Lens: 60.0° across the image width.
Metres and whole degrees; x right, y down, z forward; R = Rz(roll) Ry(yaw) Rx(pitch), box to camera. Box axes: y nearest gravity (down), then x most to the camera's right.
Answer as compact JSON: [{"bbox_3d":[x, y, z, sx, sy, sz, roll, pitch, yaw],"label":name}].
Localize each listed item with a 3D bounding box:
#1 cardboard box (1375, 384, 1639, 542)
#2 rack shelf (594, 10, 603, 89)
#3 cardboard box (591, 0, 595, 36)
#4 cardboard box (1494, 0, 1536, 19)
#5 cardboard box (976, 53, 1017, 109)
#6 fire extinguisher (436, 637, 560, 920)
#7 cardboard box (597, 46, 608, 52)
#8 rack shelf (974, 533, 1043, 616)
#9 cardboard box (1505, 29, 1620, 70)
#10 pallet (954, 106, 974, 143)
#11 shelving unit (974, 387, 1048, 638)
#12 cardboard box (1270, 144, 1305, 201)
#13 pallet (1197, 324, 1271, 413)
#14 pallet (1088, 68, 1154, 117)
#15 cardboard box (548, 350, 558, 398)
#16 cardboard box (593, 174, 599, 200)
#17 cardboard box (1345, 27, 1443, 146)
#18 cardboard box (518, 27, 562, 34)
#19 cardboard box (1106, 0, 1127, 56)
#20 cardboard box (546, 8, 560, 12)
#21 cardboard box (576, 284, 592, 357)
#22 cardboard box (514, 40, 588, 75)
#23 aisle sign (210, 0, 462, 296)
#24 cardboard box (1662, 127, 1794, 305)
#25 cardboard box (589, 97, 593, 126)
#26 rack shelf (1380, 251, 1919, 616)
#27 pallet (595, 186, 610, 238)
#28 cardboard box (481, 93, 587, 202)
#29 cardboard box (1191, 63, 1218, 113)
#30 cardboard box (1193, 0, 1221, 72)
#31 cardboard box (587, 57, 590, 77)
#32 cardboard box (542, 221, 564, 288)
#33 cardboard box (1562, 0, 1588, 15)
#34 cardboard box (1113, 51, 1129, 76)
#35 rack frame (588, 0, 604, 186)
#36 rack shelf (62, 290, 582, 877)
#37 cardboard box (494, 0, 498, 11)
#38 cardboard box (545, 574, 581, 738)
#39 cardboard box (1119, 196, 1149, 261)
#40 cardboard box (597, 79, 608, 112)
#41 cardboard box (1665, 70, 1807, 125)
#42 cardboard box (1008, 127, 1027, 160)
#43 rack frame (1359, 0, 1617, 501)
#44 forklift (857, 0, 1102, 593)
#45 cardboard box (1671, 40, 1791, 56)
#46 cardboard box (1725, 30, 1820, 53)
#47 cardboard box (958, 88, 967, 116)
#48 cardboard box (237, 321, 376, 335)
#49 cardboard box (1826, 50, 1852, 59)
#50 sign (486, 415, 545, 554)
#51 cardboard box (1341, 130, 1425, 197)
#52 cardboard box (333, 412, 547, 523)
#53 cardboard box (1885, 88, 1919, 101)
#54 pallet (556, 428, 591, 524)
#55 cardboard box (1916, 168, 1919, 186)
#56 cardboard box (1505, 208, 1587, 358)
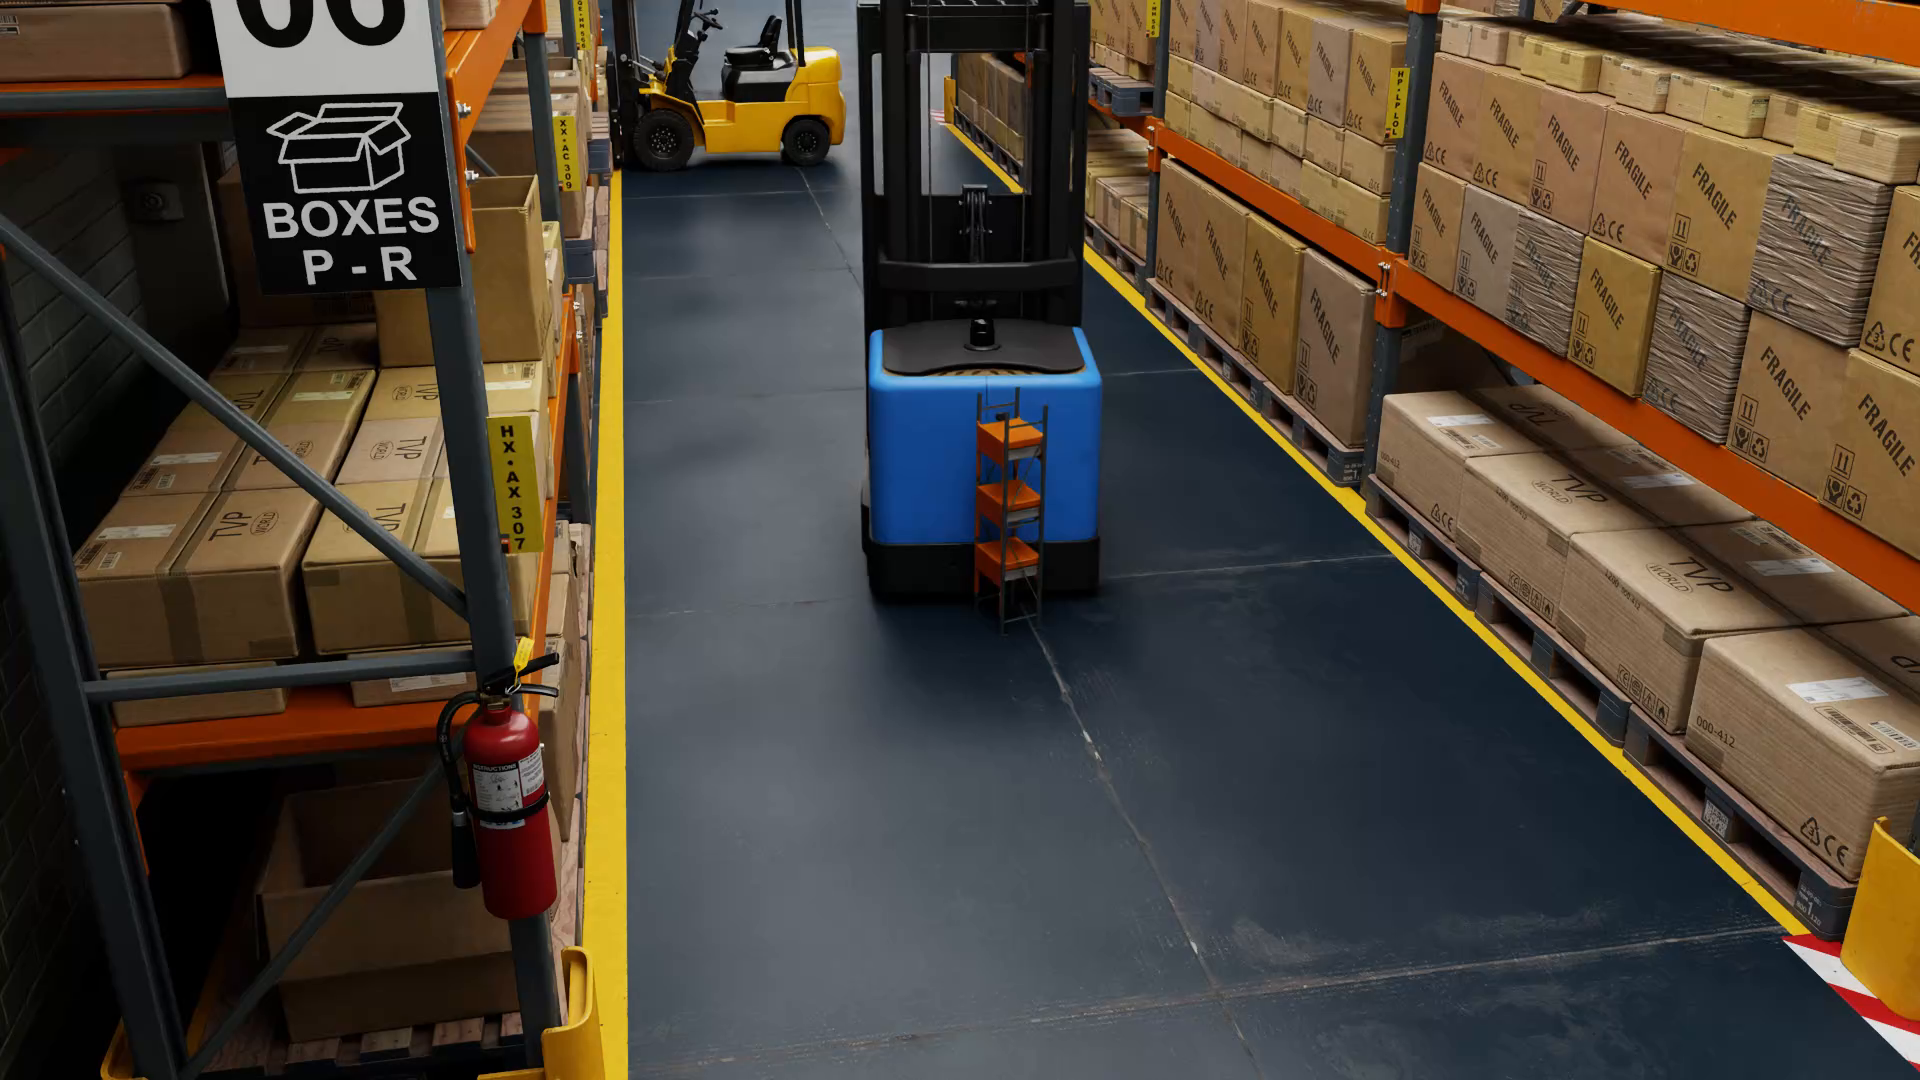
[{"bbox_3d":[2.625,-0.390,8.071,0.875,0.438,0.875,-5,24,-11],"label":"cardboard box"},{"bbox_3d":[-4.113,-4.861,16.531,1.077,0.370,4.000,-4,24,-10],"label":"rack shelf"},{"bbox_3d":[-3.776,-5.046,15.932,0.500,0.500,0.500,-5,24,-10],"label":"cardboard box"},{"bbox_3d":[5.901,-5.392,16.661,0.875,0.550,0.550,-4,24,-10],"label":"cardboard box"},{"bbox_3d":[0.463,-4.872,17.631,0.500,0.500,0.500,-4,24,-9],"label":"cardboard box"},{"bbox_3d":[-1.042,0.546,3.815,0.296,0.674,0.183,-4,24,-10],"label":"fire extinguisher"},{"bbox_3d":[-4.091,-5.210,18.093,0.500,0.250,0.500,-4,24,-8],"label":"cardboard box"},{"bbox_3d":[0.211,0.147,7.314,0.215,0.259,0.240,-12,28,-25],"label":"rack shelf"},{"bbox_3d":[2.569,-2.087,7.096,0.380,0.149,0.250,-5,24,-10],"label":"cardboard box"},{"bbox_3d":[0.525,-4.716,18.785,1.003,0.211,1.213,-4,24,-10],"label":"pallet"},{"bbox_3d":[0.214,-0.115,7.193,0.215,1.050,0.252,-12,28,-25],"label":"shelving unit"},{"bbox_3d":[2.116,-2.116,9.533,0.500,0.250,0.500,-5,24,-11],"label":"cardboard box"},{"bbox_3d":[2.168,-1.127,10.567,1.003,0.211,1.213,-4,24,-10],"label":"pallet"},{"bbox_3d":[1.638,-3.384,12.490,1.213,0.211,1.003,-4,24,-10],"label":"pallet"},{"bbox_3d":[-1.718,-0.631,6.260,0.380,0.149,0.250,-5,24,-11],"label":"cardboard box"},{"bbox_3d":[-3.635,-3.304,14.509,0.875,0.625,0.625,-3,24,-7],"label":"cardboard box"},{"bbox_3d":[2.285,-2.287,8.365,0.500,0.500,0.500,-4,24,-8],"label":"cardboard box"},{"bbox_3d":[-2.823,-3.426,11.411,0.380,0.149,0.250,-4,24,-9],"label":"cardboard box"},{"bbox_3d":[1.411,-3.935,12.490,0.500,0.500,0.500,-5,24,-11],"label":"cardboard box"},{"bbox_3d":[-3.165,-3.923,12.549,0.380,0.149,0.250,-4,24,-10],"label":"cardboard box"},{"bbox_3d":[-2.532,-1.324,10.132,0.500,0.500,0.500,-3,24,-7],"label":"cardboard box"},{"bbox_3d":[-3.015,-3.588,12.280,0.500,0.250,0.500,-5,24,-11],"label":"cardboard box"},{"bbox_3d":[-1.223,-0.870,3.247,0.394,0.787,0.004,-4,24,-10],"label":"aisle sign"},{"bbox_3d":[2.817,-1.127,5.709,0.500,0.500,0.500,-4,24,-10],"label":"cardboard box"},{"bbox_3d":[-2.505,-2.678,10.423,0.380,0.149,0.250,-4,24,-9],"label":"cardboard box"},{"bbox_3d":[2.984,-0.510,6.568,1.077,0.370,4.000,-4,24,-10],"label":"rack shelf"},{"bbox_3d":[-3.568,-2.839,14.487,1.003,0.211,1.213,-4,24,-10],"label":"pallet"},{"bbox_3d":[-2.229,-1.906,8.217,0.700,0.500,0.500,-4,24,-9],"label":"cardboard box"},{"bbox_3d":[1.820,-2.939,10.794,0.500,0.250,0.500,-4,24,-8],"label":"cardboard box"},{"bbox_3d":[1.826,-3.297,10.677,0.500,0.500,0.500,-4,24,-10],"label":"cardboard box"},{"bbox_3d":[-3.232,-3.762,13.302,0.500,0.250,0.500,-4,24,-9],"label":"cardboard box"},{"bbox_3d":[-1.930,-1.143,6.934,0.500,0.250,0.500,-4,24,-8],"label":"cardboard box"},{"bbox_3d":[5.908,-4.799,15.366,0.500,0.500,0.500,-4,24,-9],"label":"cardboard box"},{"bbox_3d":[1.371,-3.584,12.498,0.380,0.149,0.250,-5,24,-10],"label":"cardboard box"},{"bbox_3d":[-3.743,-4.404,14.586,1.000,3.000,0.127,-4,24,-10],"label":"rack frame"},{"bbox_3d":[-1.894,-0.141,5.724,1.077,0.370,4.000,-4,24,-10],"label":"rack shelf"},{"bbox_3d":[-1.460,-1.498,4.497,0.380,0.149,0.250,-4,24,-10],"label":"cardboard box"},{"bbox_3d":[-1.663,0.467,6.031,0.500,0.500,0.500,-4,24,-9],"label":"cardboard box"},{"bbox_3d":[1.780,-2.411,12.780,0.950,0.372,0.625,-6,24,-13],"label":"cardboard box"},{"bbox_3d":[-3.608,-4.210,15.803,0.500,0.250,0.500,-4,24,-10],"label":"cardboard box"},{"bbox_3d":[2.771,-1.583,5.942,0.380,0.149,0.250,-4,24,-8],"label":"cardboard box"},{"bbox_3d":[0.761,-3.918,16.384,0.500,0.250,0.500,-3,24,-7],"label":"cardboard box"},{"bbox_3d":[2.614,-1.626,8.226,1.000,3.000,0.127,-4,24,-10],"label":"rack frame"},{"bbox_3d":[0.053,-1.648,8.362,1.130,2.935,3.031,-1,24,-2],"label":"forklift"},{"bbox_3d":[3.108,-1.925,6.726,0.380,0.149,0.250,-4,24,-10],"label":"cardboard box"},{"bbox_3d":[6.373,-3.809,13.098,0.500,0.500,0.500,-4,24,-10],"label":"cardboard box"},{"bbox_3d":[0.272,-4.941,18.726,0.500,0.250,0.500,-5,24,-10],"label":"cardboard box"},{"bbox_3d":[-2.244,-0.710,5.944,0.500,0.250,0.500,-4,24,-9],"label":"cardboard box"},{"bbox_3d":[6.612,-3.614,12.195,0.380,0.149,0.250,-3,24,-7],"label":"cardboard box"},{"bbox_3d":[-0.991,-0.121,3.698,0.100,0.325,0.005,-4,24,-10],"label":"sign"},{"bbox_3d":[2.294,-1.942,8.511,0.500,0.250,0.500,-4,24,-10],"label":"cardboard box"},{"bbox_3d":[-1.436,-0.148,4.657,0.500,0.250,0.500,-4,24,-9],"label":"cardboard box"},{"bbox_3d":[3.339,-1.424,5.579,0.380,0.149,0.250,-4,24,-9],"label":"cardboard box"},{"bbox_3d":[-2.451,-0.297,8.665,1.003,0.211,1.213,-4,24,-10],"label":"pallet"},{"bbox_3d":[3.020,-1.079,4.787,0.380,0.149,0.250,-4,24,-9],"label":"cardboard box"},{"bbox_3d":[2.618,-1.074,6.836,0.500,0.500,0.500,-4,24,-9],"label":"cardboard box"}]
